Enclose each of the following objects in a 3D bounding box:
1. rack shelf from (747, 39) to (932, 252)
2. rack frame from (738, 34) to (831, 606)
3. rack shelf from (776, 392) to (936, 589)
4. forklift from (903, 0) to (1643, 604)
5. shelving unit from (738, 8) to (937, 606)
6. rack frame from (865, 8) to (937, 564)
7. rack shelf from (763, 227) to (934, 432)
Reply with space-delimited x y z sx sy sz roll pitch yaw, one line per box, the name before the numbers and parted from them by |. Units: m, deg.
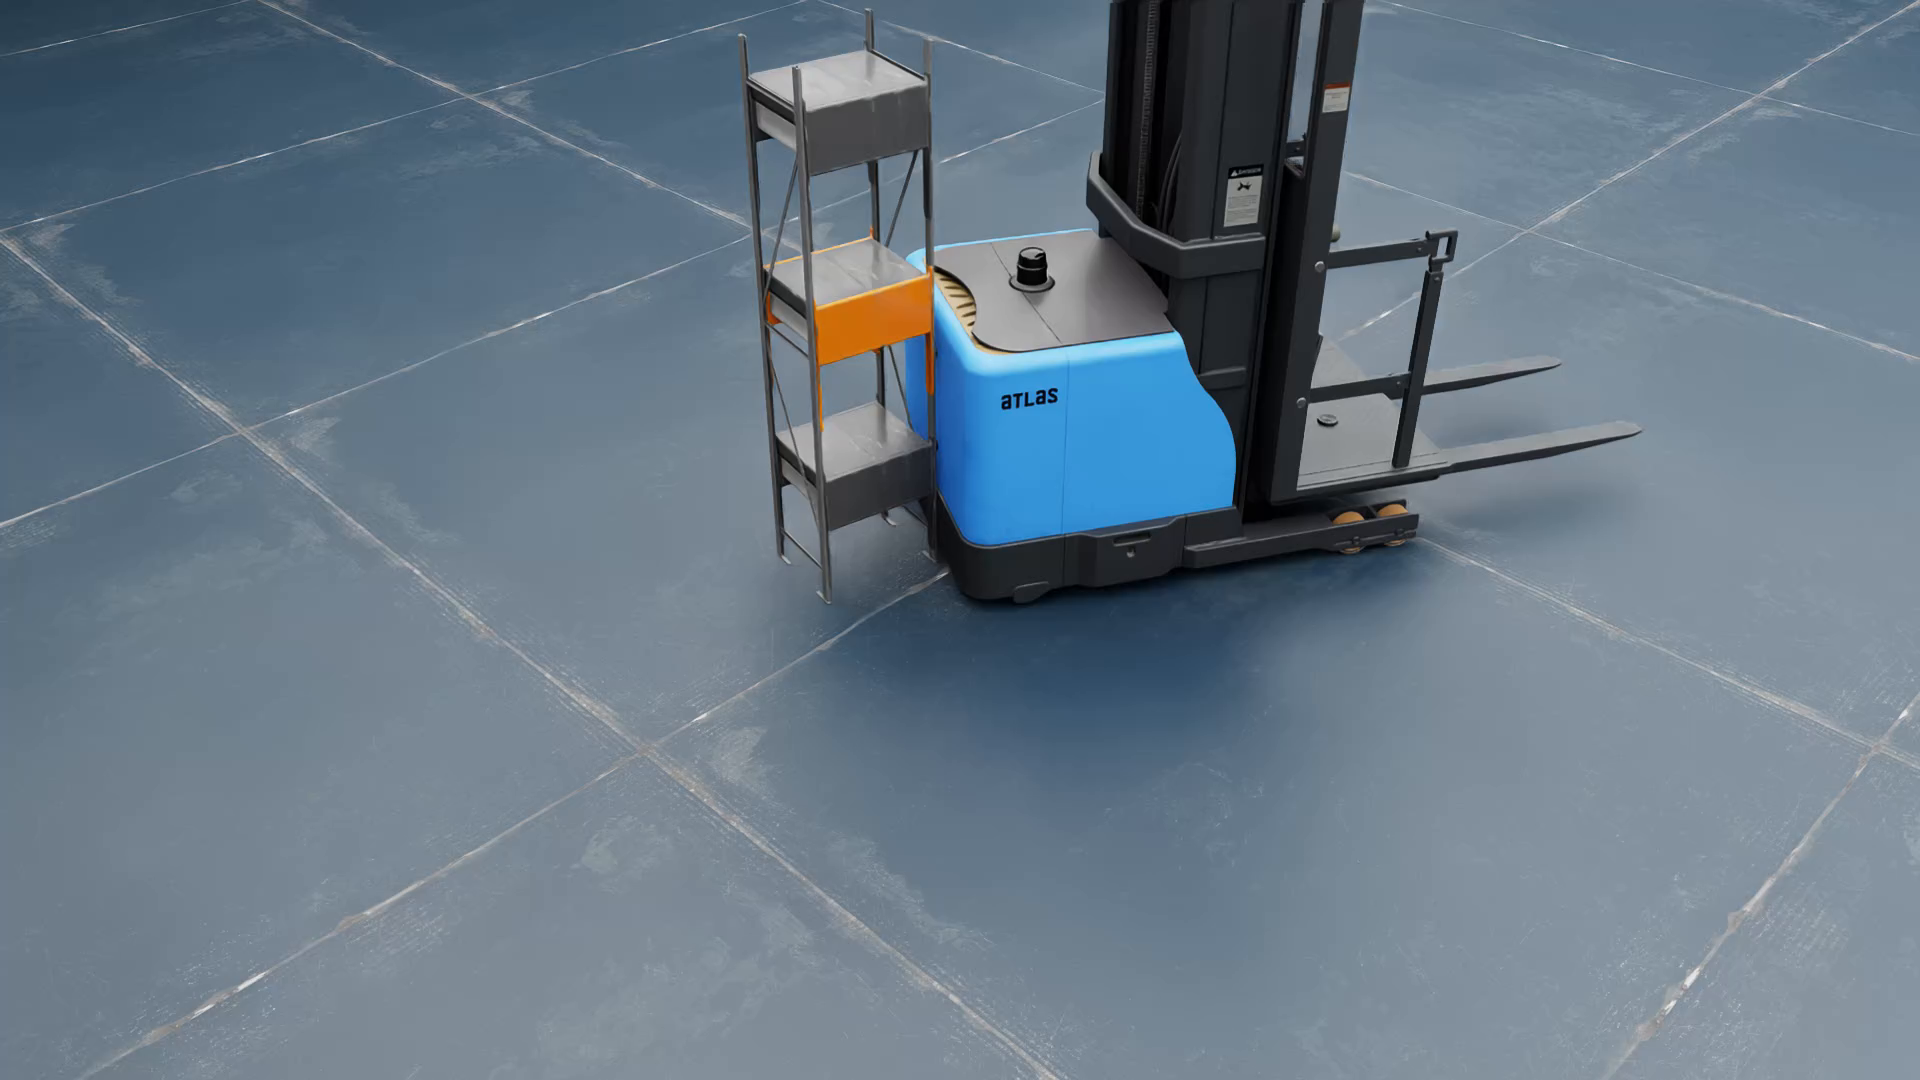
rack shelf | -0.410 -1.347 5.646 0.480 0.518 0.431 -21 40 -27
rack frame | -0.613 -0.706 5.927 0.015 2.100 0.400 -21 40 -27
rack shelf | -0.410 -0.198 6.446 0.480 0.518 0.431 -21 40 -27
forklift | 1.340 -1.428 6.236 3.031 2.935 1.130 -9 36 -13
shelving unit | -0.410 -0.784 6.038 0.503 2.100 0.431 -21 40 -27
rack frame | -0.208 -0.861 6.150 0.015 2.100 0.400 -21 40 -27
rack shelf | -0.410 -0.773 6.046 0.480 0.518 0.431 -21 40 -27
